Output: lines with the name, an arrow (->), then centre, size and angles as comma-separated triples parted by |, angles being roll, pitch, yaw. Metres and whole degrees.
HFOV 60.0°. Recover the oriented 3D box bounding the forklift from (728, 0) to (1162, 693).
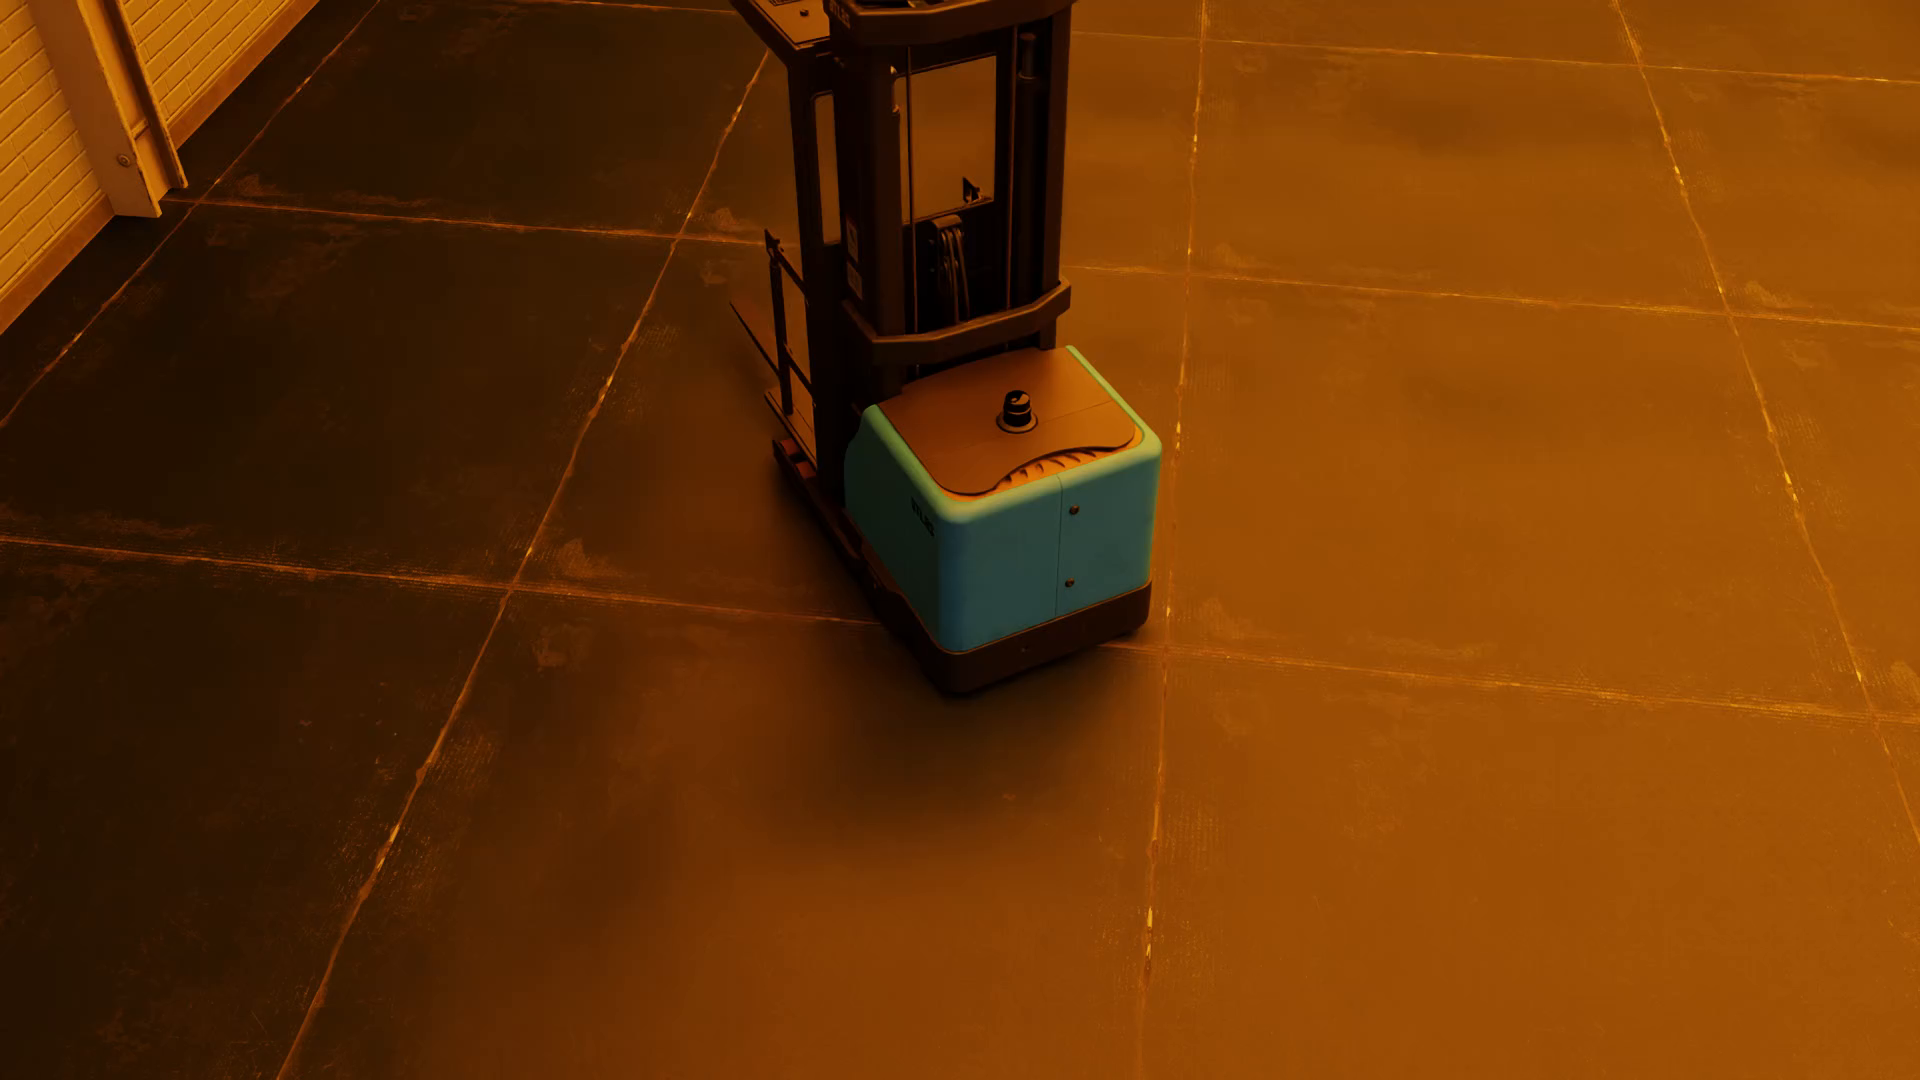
forklift -> -0.270, -1.426, 7.276 | 1.130, 2.935, 3.031 | -19, 46, -19
